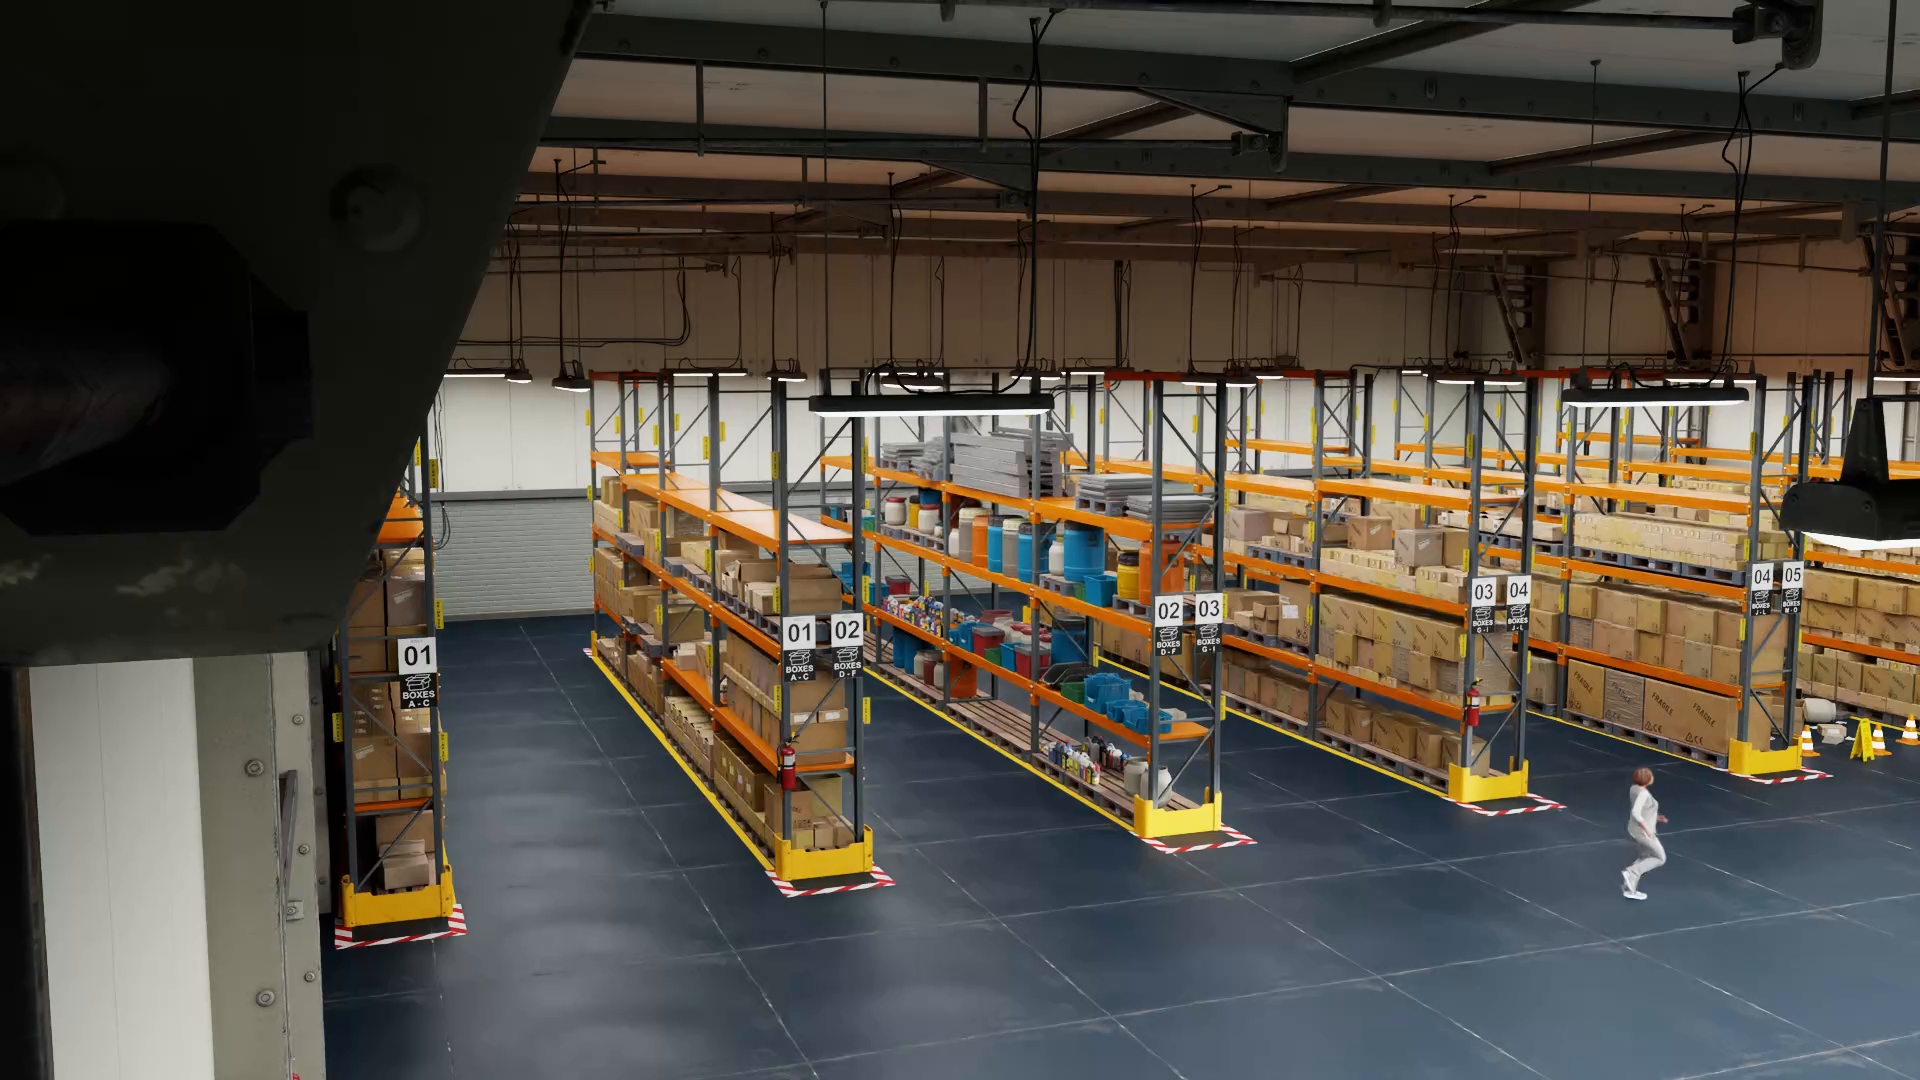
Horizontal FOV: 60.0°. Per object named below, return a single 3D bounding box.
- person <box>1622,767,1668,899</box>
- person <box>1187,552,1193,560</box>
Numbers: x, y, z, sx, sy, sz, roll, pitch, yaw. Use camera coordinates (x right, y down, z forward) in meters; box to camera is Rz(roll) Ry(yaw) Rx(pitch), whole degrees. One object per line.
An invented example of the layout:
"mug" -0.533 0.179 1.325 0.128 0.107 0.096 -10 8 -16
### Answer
"person" 7.962 3.408 19.314 0.534 1.558 0.529 0 6 3
"person" 5.651 0.981 40.925 0.512 1.617 0.664 -4 8 -35
